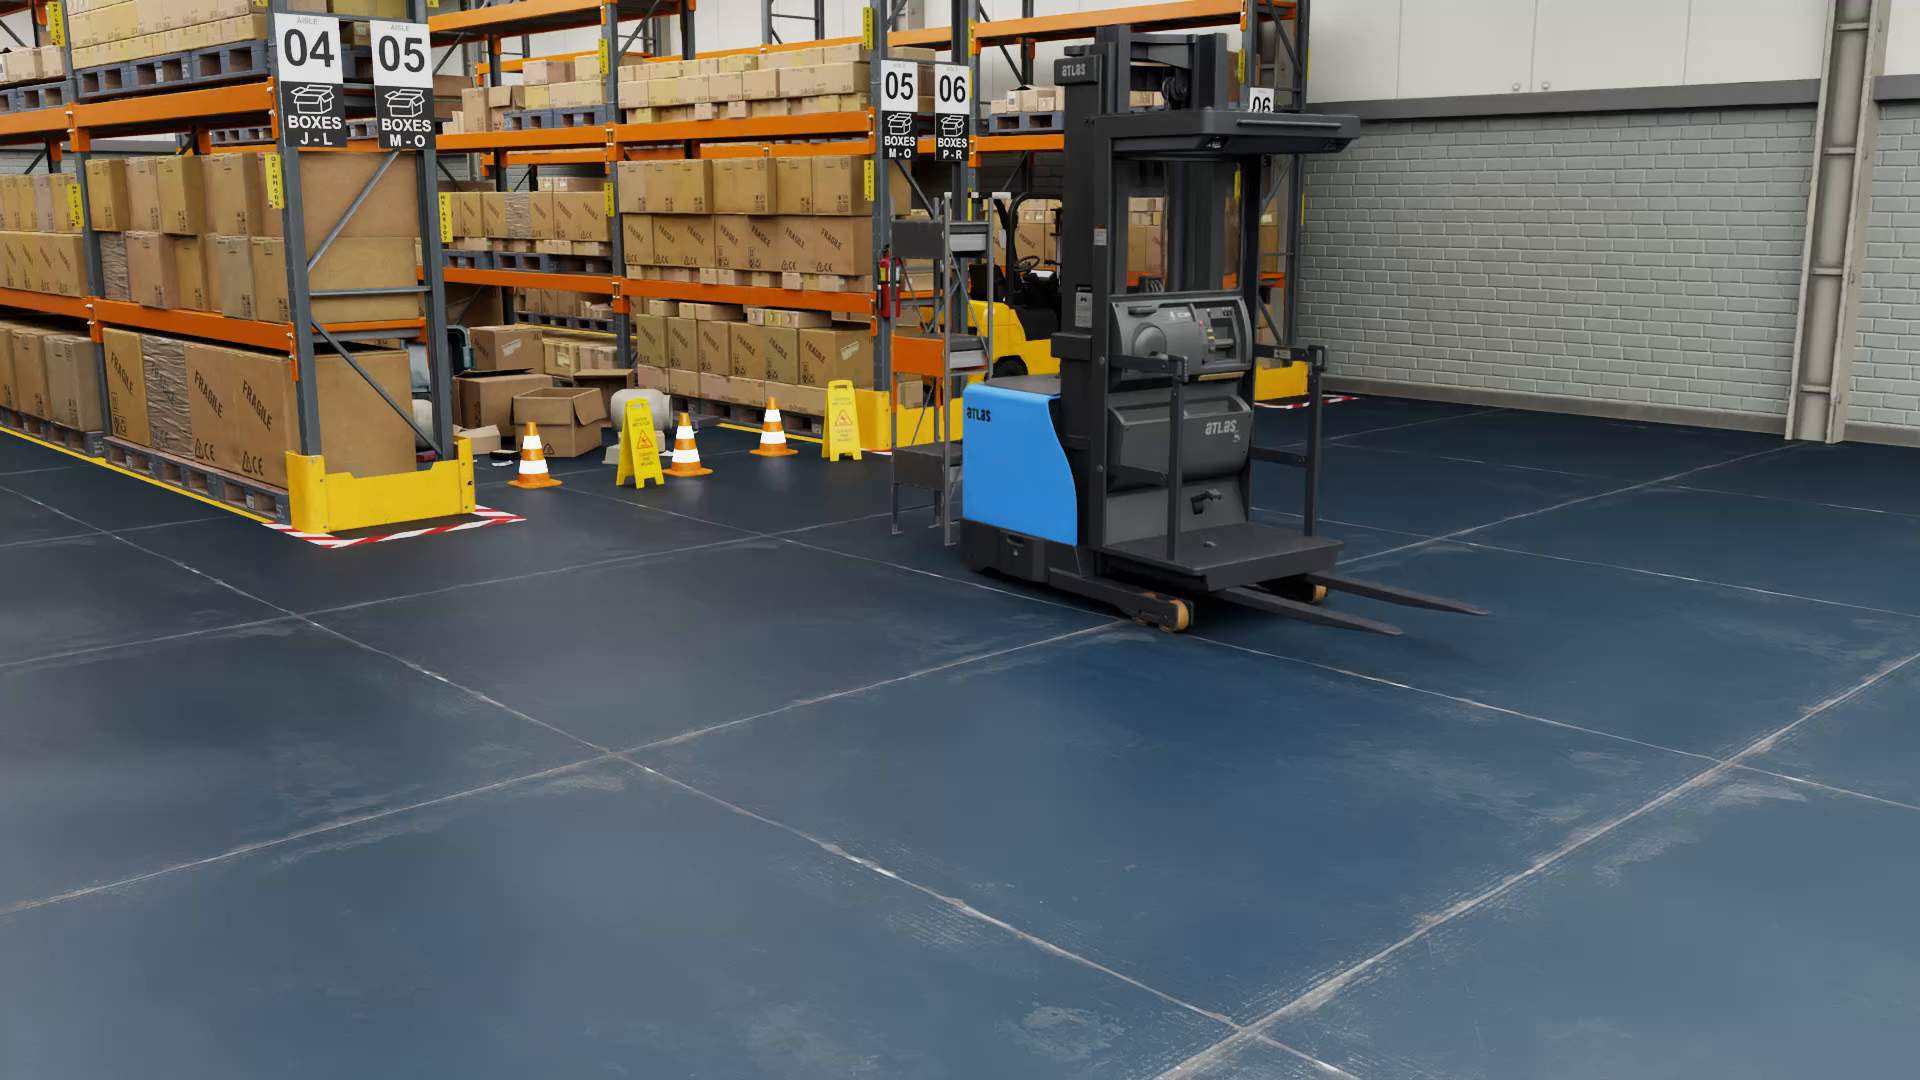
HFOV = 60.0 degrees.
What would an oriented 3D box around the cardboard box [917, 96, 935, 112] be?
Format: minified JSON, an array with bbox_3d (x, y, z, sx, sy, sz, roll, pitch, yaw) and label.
[{"bbox_3d":[-0.326,-3.756,14.399,0.380,0.149,0.250,-11,16,-42],"label":"cardboard box"}]

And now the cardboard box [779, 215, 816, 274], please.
[{"bbox_3d":[-1.248,-2.626,14.737,0.500,0.500,0.500,-11,16,-42],"label":"cardboard box"}]

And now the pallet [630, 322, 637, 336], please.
[{"bbox_3d":[-4.442,-3.281,25.813,1.003,0.211,1.213,-11,16,-43],"label":"pallet"}]

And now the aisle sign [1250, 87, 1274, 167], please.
[{"bbox_3d":[3.089,-4.231,17.074,0.394,0.787,0.004,-11,16,-43],"label":"aisle sign"}]

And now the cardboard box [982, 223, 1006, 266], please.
[{"bbox_3d":[0.611,-3.540,19.914,0.500,0.500,0.500,11,16,44],"label":"cardboard box"}]

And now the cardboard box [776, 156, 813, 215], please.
[{"bbox_3d":[-1.187,-3.120,14.658,0.700,0.500,0.500,-11,16,-42],"label":"cardboard box"}]

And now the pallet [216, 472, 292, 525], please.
[{"bbox_3d":[-4.451,-0.352,11.597,1.003,0.211,1.213,-11,16,-43],"label":"pallet"}]

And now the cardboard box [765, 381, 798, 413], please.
[{"bbox_3d":[-1.437,-1.333,15.220,0.500,0.250,0.500,-11,16,-42],"label":"cardboard box"}]

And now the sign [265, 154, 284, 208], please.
[{"bbox_3d":[-4.244,-2.221,10.304,0.100,0.325,0.005,-11,16,-43],"label":"sign"}]

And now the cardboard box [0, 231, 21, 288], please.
[{"bbox_3d":[-8.551,-2.578,15.242,0.500,0.500,0.500,-11,16,-43],"label":"cardboard box"}]

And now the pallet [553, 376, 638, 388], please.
[{"bbox_3d":[-3.633,-1.648,17.887,1.003,0.211,1.213,-11,16,-43],"label":"pallet"}]

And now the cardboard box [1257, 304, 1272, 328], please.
[{"bbox_3d":[3.061,-2.454,18.184,0.500,0.250,0.500,-11,16,-43],"label":"cardboard box"}]

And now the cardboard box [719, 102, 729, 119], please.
[{"bbox_3d":[-1.990,-3.941,15.296,0.380,0.149,0.250,-11,16,-42],"label":"cardboard box"}]

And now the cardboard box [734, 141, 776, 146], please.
[{"bbox_3d":[-2.799,-5.613,23.160,0.500,0.250,0.500,11,16,43],"label":"cardboard box"}]

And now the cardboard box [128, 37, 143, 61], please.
[{"bbox_3d":[-5.718,-3.510,11.917,0.380,0.149,0.250,-11,16,-43],"label":"cardboard box"}]

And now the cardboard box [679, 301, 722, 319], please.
[{"bbox_3d":[-2.483,-2.219,16.057,0.380,0.149,0.250,-10,15,-40],"label":"cardboard box"}]

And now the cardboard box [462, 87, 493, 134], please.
[{"bbox_3d":[-5.209,-4.862,18.898,0.700,0.500,0.500,-11,16,-43],"label":"cardboard box"}]

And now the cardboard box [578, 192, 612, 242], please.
[{"bbox_3d":[-3.579,-3.336,17.145,0.500,0.500,0.500,-11,16,-44],"label":"cardboard box"}]

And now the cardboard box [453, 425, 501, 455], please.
[{"bbox_3d":[-4.085,-0.862,13.939,0.396,0.266,0.258,-8,14,-33],"label":"cardboard box"}]

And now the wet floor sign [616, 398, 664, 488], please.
[{"bbox_3d":[-2.390,-0.731,12.358,0.232,0.644,0.267,8,14,35],"label":"wet floor sign"}]

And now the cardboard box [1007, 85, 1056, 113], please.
[{"bbox_3d":[0.891,-5.117,19.315,0.500,0.311,0.500,-10,16,-41],"label":"cardboard box"}]

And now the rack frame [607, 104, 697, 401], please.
[{"bbox_3d":[-3.094,-2.900,17.055,1.000,3.000,0.127,-11,16,-43],"label":"rack frame"}]

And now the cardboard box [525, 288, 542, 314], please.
[{"bbox_3d":[-6.878,-4.093,27.996,0.700,0.500,0.500,-10,15,-40],"label":"cardboard box"}]

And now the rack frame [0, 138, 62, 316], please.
[{"bbox_3d":[-9.367,-2.779,16.469,1.000,3.000,0.127,-11,16,-43],"label":"rack frame"}]

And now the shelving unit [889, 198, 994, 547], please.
[{"bbox_3d":[-0.114,-1.053,10.317,0.431,2.100,0.503,-11,16,-43],"label":"shelving unit"}]

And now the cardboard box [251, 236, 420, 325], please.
[{"bbox_3d":[-4.131,-1.733,11.019,0.875,0.550,0.550,-11,16,-43],"label":"cardboard box"}]

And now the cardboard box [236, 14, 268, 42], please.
[{"bbox_3d":[-4.317,-3.214,10.478,0.380,0.149,0.250,-11,16,-43],"label":"cardboard box"}]

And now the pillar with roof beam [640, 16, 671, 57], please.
[{"bbox_3d":[-7.974,-7.326,23.668,9.100,9.000,0.400,-11,16,-43],"label":"pillar with roof beam"}]

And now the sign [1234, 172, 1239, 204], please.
[{"bbox_3d":[2.854,-3.618,17.084,0.100,0.325,0.005,-11,16,-43],"label":"sign"}]

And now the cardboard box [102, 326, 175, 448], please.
[{"bbox_3d":[-6.221,-1.259,13.315,0.875,0.875,0.875,-11,16,-42],"label":"cardboard box"}]

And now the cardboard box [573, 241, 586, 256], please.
[{"bbox_3d":[-3.819,-3.060,17.415,0.250,0.149,0.380,11,16,43],"label":"cardboard box"}]

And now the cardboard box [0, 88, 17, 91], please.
[{"bbox_3d":[-8.680,-4.220,15.112,0.500,0.250,0.500,-10,16,-41],"label":"cardboard box"}]

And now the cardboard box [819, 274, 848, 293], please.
[{"bbox_3d":[-1.000,-2.240,14.472,0.380,0.149,0.250,-11,16,-43],"label":"cardboard box"}]

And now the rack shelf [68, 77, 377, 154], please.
[{"bbox_3d":[-5.223,-3.021,11.989,1.077,0.370,4.000,-11,16,-43],"label":"rack shelf"}]

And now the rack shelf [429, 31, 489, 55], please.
[{"bbox_3d":[-7.238,-6.166,20.813,1.077,0.370,4.000,-11,16,-43],"label":"rack shelf"}]

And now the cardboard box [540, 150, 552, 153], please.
[{"bbox_3d":[-6.578,-6.338,26.930,0.380,0.149,0.250,-10,16,-41],"label":"cardboard box"}]

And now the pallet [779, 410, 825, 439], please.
[{"bbox_3d":[-0.920,-1.085,15.156,1.003,0.211,1.213,-11,16,-43],"label":"pallet"}]

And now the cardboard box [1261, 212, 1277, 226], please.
[{"bbox_3d":[3.209,-3.461,17.922,0.250,0.149,0.380,11,16,44],"label":"cardboard box"}]

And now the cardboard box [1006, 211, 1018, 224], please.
[{"bbox_3d":[0.703,-3.838,19.753,0.380,0.149,0.250,-10,16,-41],"label":"cardboard box"}]

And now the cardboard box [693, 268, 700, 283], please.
[{"bbox_3d":[-2.339,-2.547,15.962,0.380,0.149,0.250,-11,16,-43],"label":"cardboard box"}]

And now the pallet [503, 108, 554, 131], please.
[{"bbox_3d":[-4.162,-4.533,18.013,1.213,0.211,1.003,-11,16,-43],"label":"pallet"}]

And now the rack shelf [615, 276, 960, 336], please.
[{"bbox_3d":[-1.713,-2.256,15.711,1.077,0.370,4.000,-11,16,-43],"label":"rack shelf"}]

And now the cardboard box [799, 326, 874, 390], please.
[{"bbox_3d":[-1.074,-1.623,14.772,0.500,0.500,0.500,-11,16,-42],"label":"cardboard box"}]

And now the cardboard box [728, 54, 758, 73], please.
[{"bbox_3d":[-1.862,-4.280,14.967,0.380,0.149,0.250,-10,16,-41],"label":"cardboard box"}]

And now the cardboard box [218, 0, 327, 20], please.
[{"bbox_3d":[-4.382,-3.440,10.590,0.500,0.250,0.500,-11,16,-42],"label":"cardboard box"}]

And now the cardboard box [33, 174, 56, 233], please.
[{"bbox_3d":[-7.657,-2.955,14.593,0.700,0.500,0.500,-11,16,-42],"label":"cardboard box"}]

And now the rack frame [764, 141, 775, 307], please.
[{"bbox_3d":[-2.269,-4.176,23.249,1.000,3.000,0.127,-11,16,-43],"label":"rack frame"}]

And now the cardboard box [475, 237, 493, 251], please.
[{"bbox_3d":[-5.265,-3.358,18.859,0.380,0.149,0.250,-11,16,-42],"label":"cardboard box"}]

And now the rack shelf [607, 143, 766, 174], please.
[{"bbox_3d":[-3.650,-5.585,24.435,1.077,0.370,4.000,-11,16,-43],"label":"rack shelf"}]

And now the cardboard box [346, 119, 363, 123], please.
[{"bbox_3d":[-7.283,-5.425,20.586,0.500,0.500,0.500,-11,16,-42],"label":"cardboard box"}]

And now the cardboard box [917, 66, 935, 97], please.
[{"bbox_3d":[-0.486,-3.968,14.440,0.500,0.250,0.500,-11,16,-44],"label":"cardboard box"}]

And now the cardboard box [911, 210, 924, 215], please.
[{"bbox_3d":[-0.503,-4.076,20.907,0.250,0.149,0.380,11,16,43],"label":"cardboard box"}]

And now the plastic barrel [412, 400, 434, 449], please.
[{"bbox_3d":[-4.712,-0.982,14.129,0.512,0.421,0.421,-1,12,-4],"label":"plastic barrel"}]

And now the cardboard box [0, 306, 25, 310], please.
[{"bbox_3d":[-10.018,-2.337,17.614,0.500,0.250,0.500,-11,16,-43],"label":"cardboard box"}]

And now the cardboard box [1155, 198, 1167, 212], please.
[{"bbox_3d":[2.345,-3.657,18.135,0.380,0.149,0.250,-11,16,-42],"label":"cardboard box"}]

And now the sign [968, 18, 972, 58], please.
[{"bbox_3d":[0.060,-4.289,14.198,0.100,0.325,0.005,-11,16,-43],"label":"sign"}]

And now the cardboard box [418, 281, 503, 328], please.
[{"bbox_3d":[-6.273,-2.761,20.606,0.875,0.875,0.875,-11,16,-43],"label":"cardboard box"}]

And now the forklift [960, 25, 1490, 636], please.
[{"bbox_3d":[1.282,-1.088,8.429,1.130,2.935,3.031,-9,14,-36],"label":"forklift"}]
